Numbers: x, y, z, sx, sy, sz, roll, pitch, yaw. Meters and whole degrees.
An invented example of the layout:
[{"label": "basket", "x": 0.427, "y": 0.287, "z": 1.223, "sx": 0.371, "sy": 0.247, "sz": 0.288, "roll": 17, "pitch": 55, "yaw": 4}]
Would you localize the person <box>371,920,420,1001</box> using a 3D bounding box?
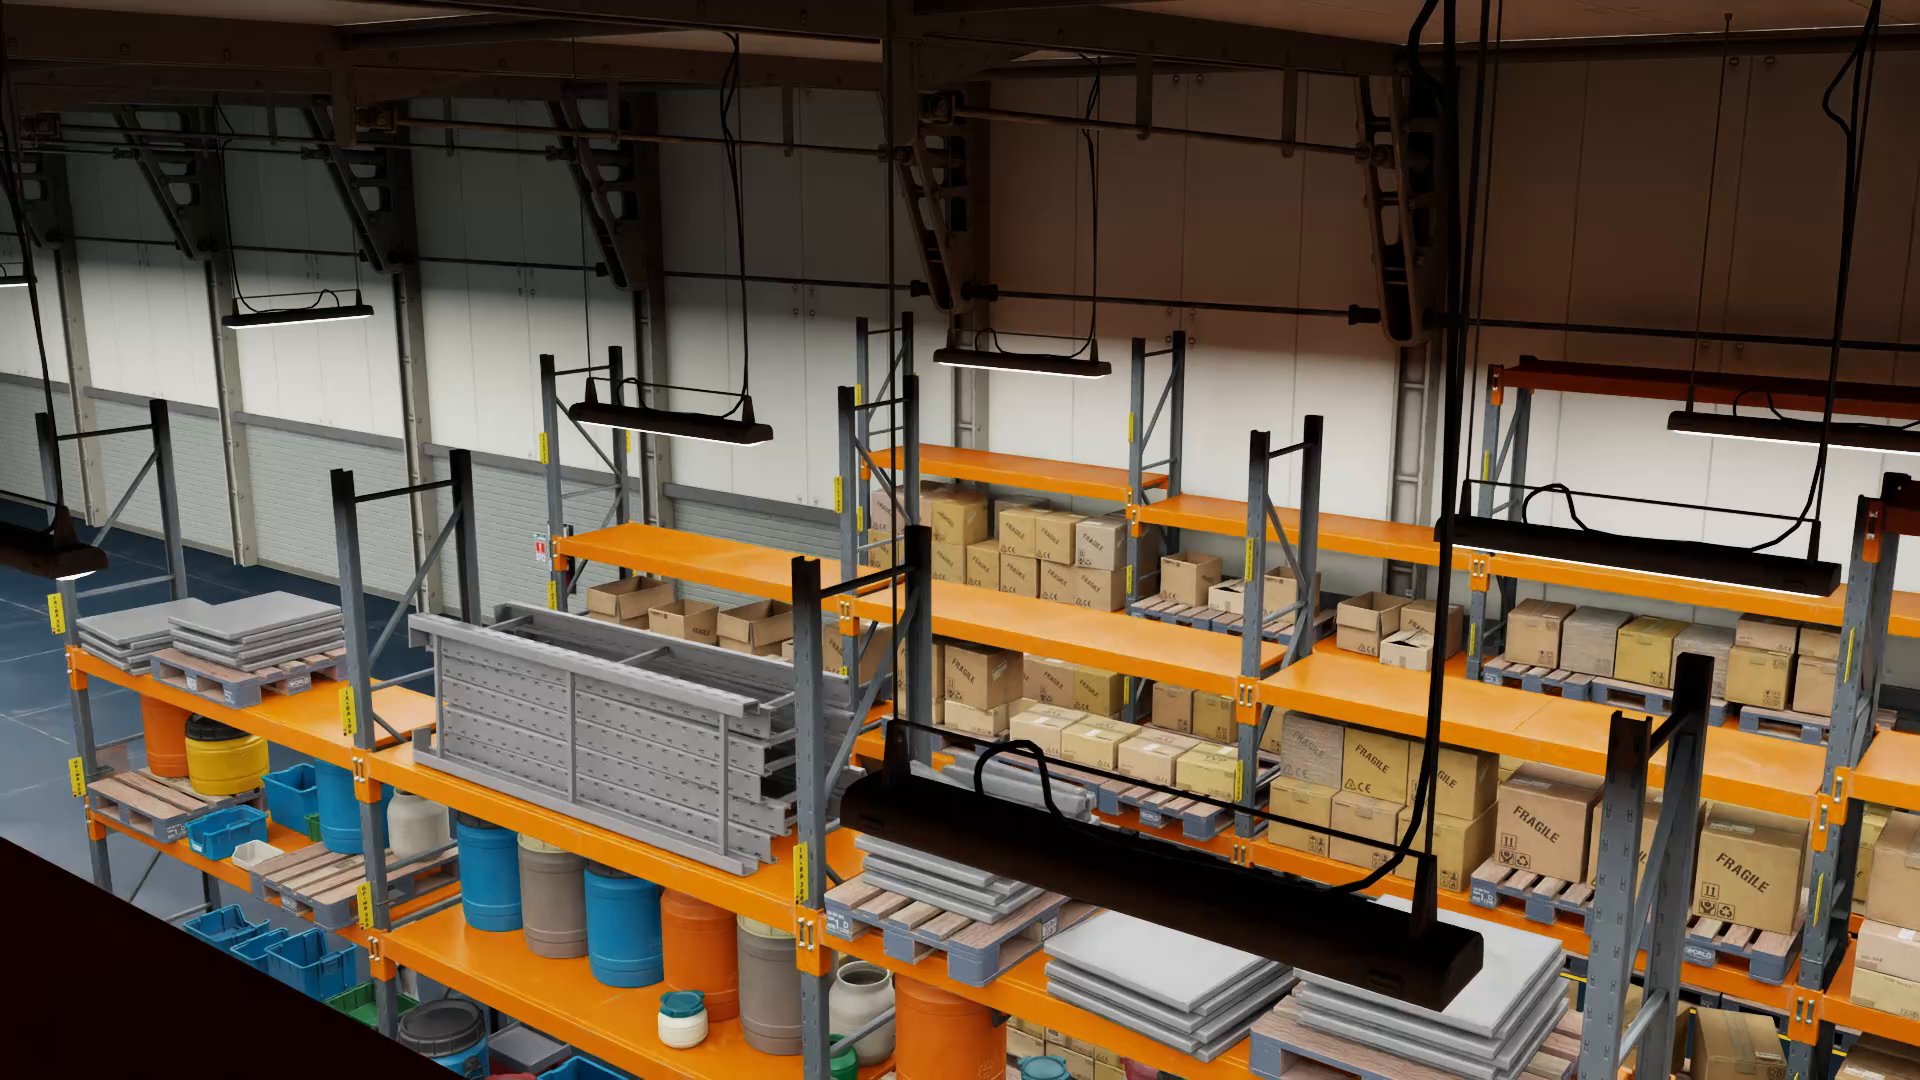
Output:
[{"label": "person", "x": -5.205, "y": 3.787, "z": 15.214, "sx": 0.501, "sy": 1.637, "sz": 0.870, "roll": -10, "pitch": 17, "yaw": -37}]
